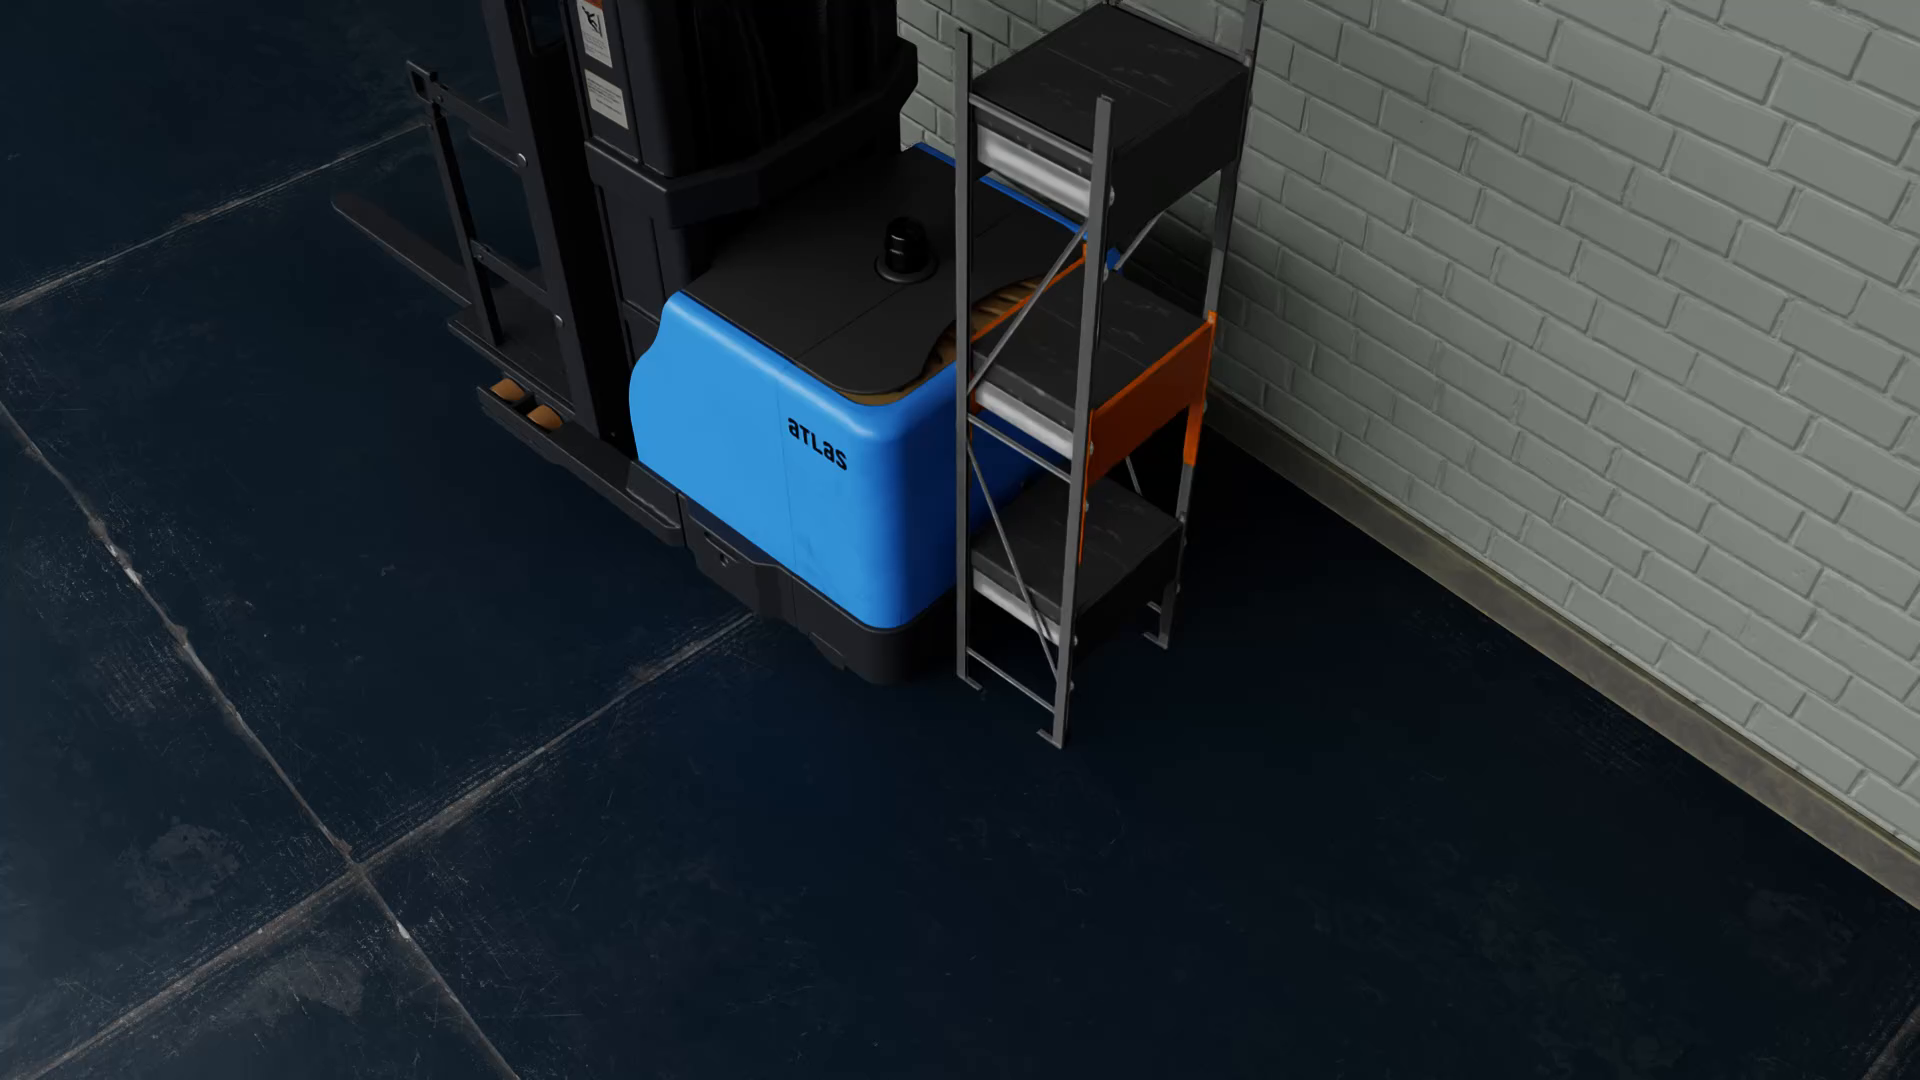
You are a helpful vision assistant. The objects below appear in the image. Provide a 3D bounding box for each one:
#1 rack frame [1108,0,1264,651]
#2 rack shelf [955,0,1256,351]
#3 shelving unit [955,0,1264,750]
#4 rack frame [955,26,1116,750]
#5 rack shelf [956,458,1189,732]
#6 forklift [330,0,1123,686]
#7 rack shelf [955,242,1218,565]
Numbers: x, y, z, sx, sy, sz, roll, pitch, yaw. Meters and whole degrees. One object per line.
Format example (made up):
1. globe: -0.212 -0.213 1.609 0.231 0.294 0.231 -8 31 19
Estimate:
1. rack frame: 0.472 -0.485 4.269 0.400 2.100 0.015 34 56 27
2. rack shelf: 0.307 -0.818 3.642 0.431 0.518 0.480 34 56 27
3. shelving unit: 0.307 -0.352 4.146 0.431 2.100 0.503 34 56 27
4. rack frame: 0.143 -0.220 4.024 0.400 2.100 0.015 34 56 27
5. rack shelf: 0.307 0.132 4.671 0.431 0.518 0.480 34 56 27
6. forklift: -0.968 -1.527 4.665 3.031 2.935 1.130 34 56 27
7. rack shelf: 0.307 -0.343 4.156 0.431 0.518 0.480 34 56 27
